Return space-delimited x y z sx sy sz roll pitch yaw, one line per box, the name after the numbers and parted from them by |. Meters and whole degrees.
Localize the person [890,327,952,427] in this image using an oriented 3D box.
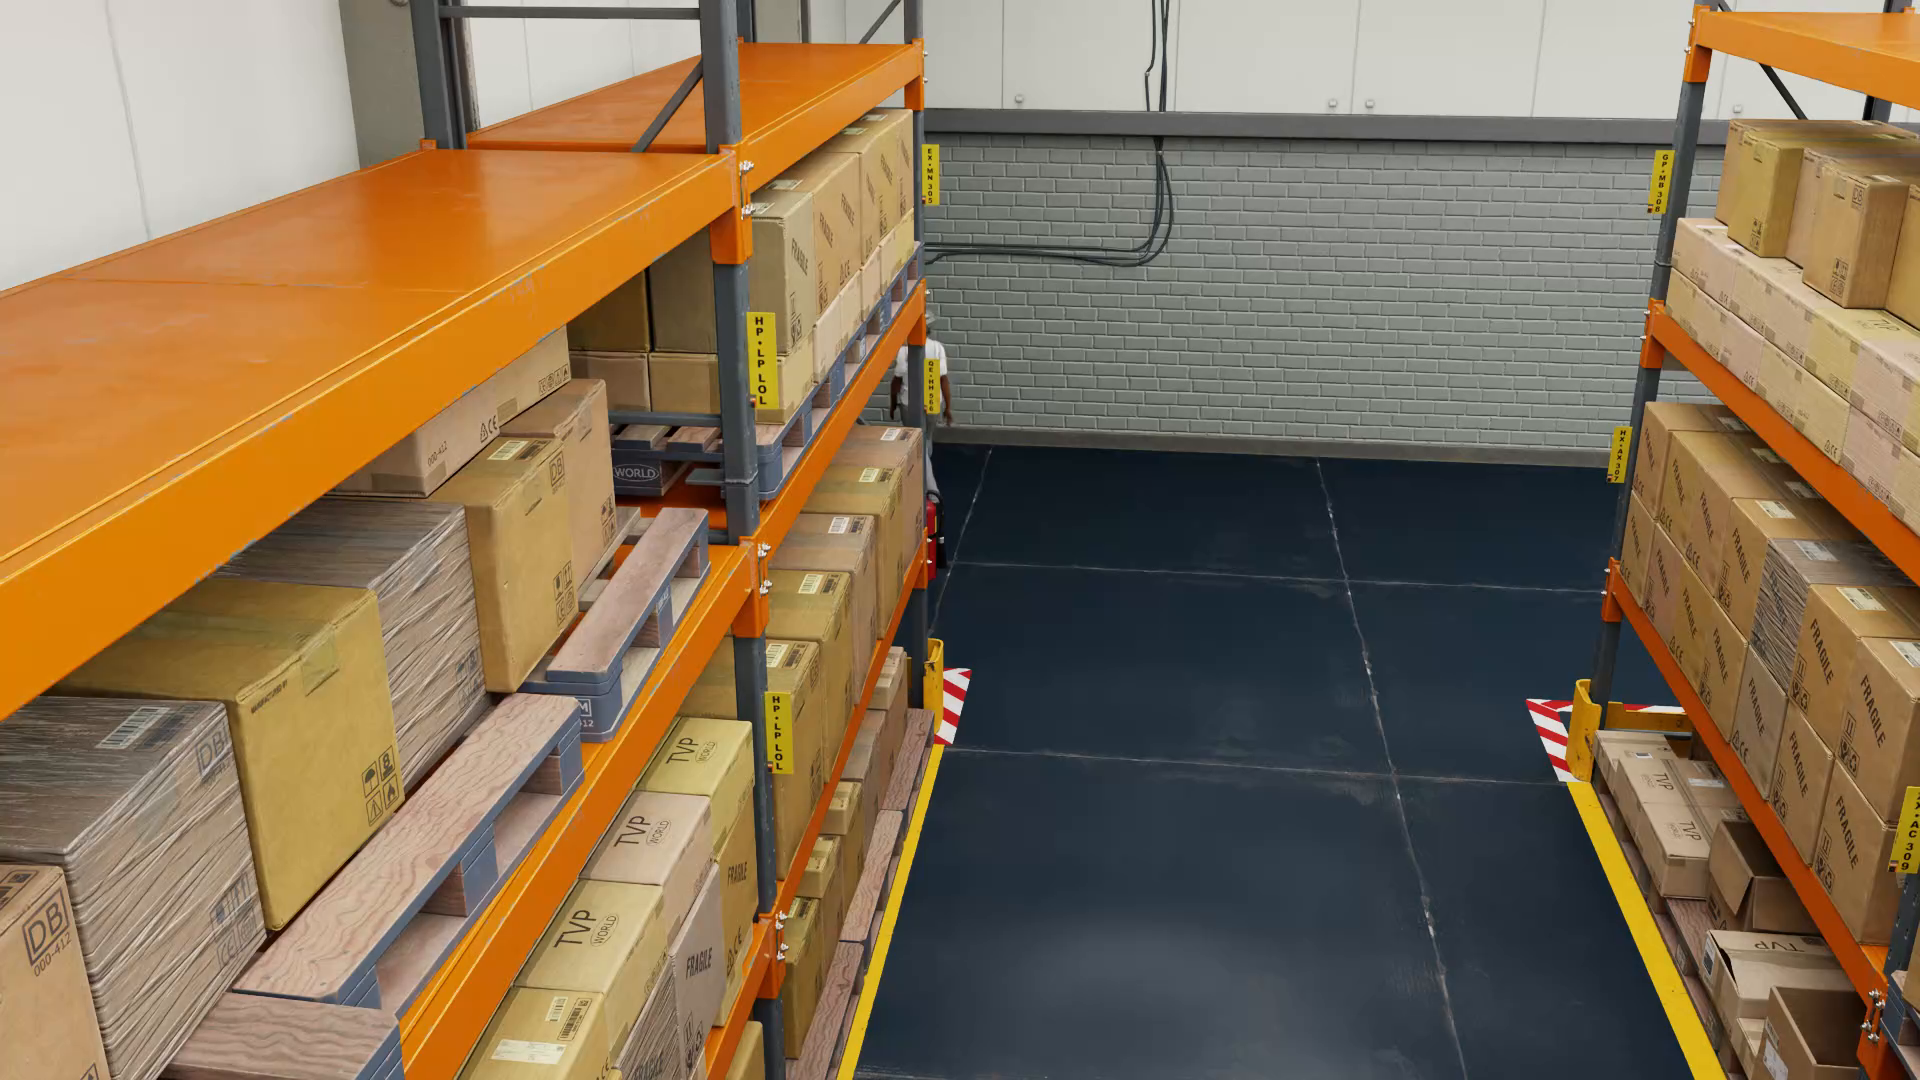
-0.343 -1.432 13.917 0.489 0.994 0.342 -8 23 -20 | person
